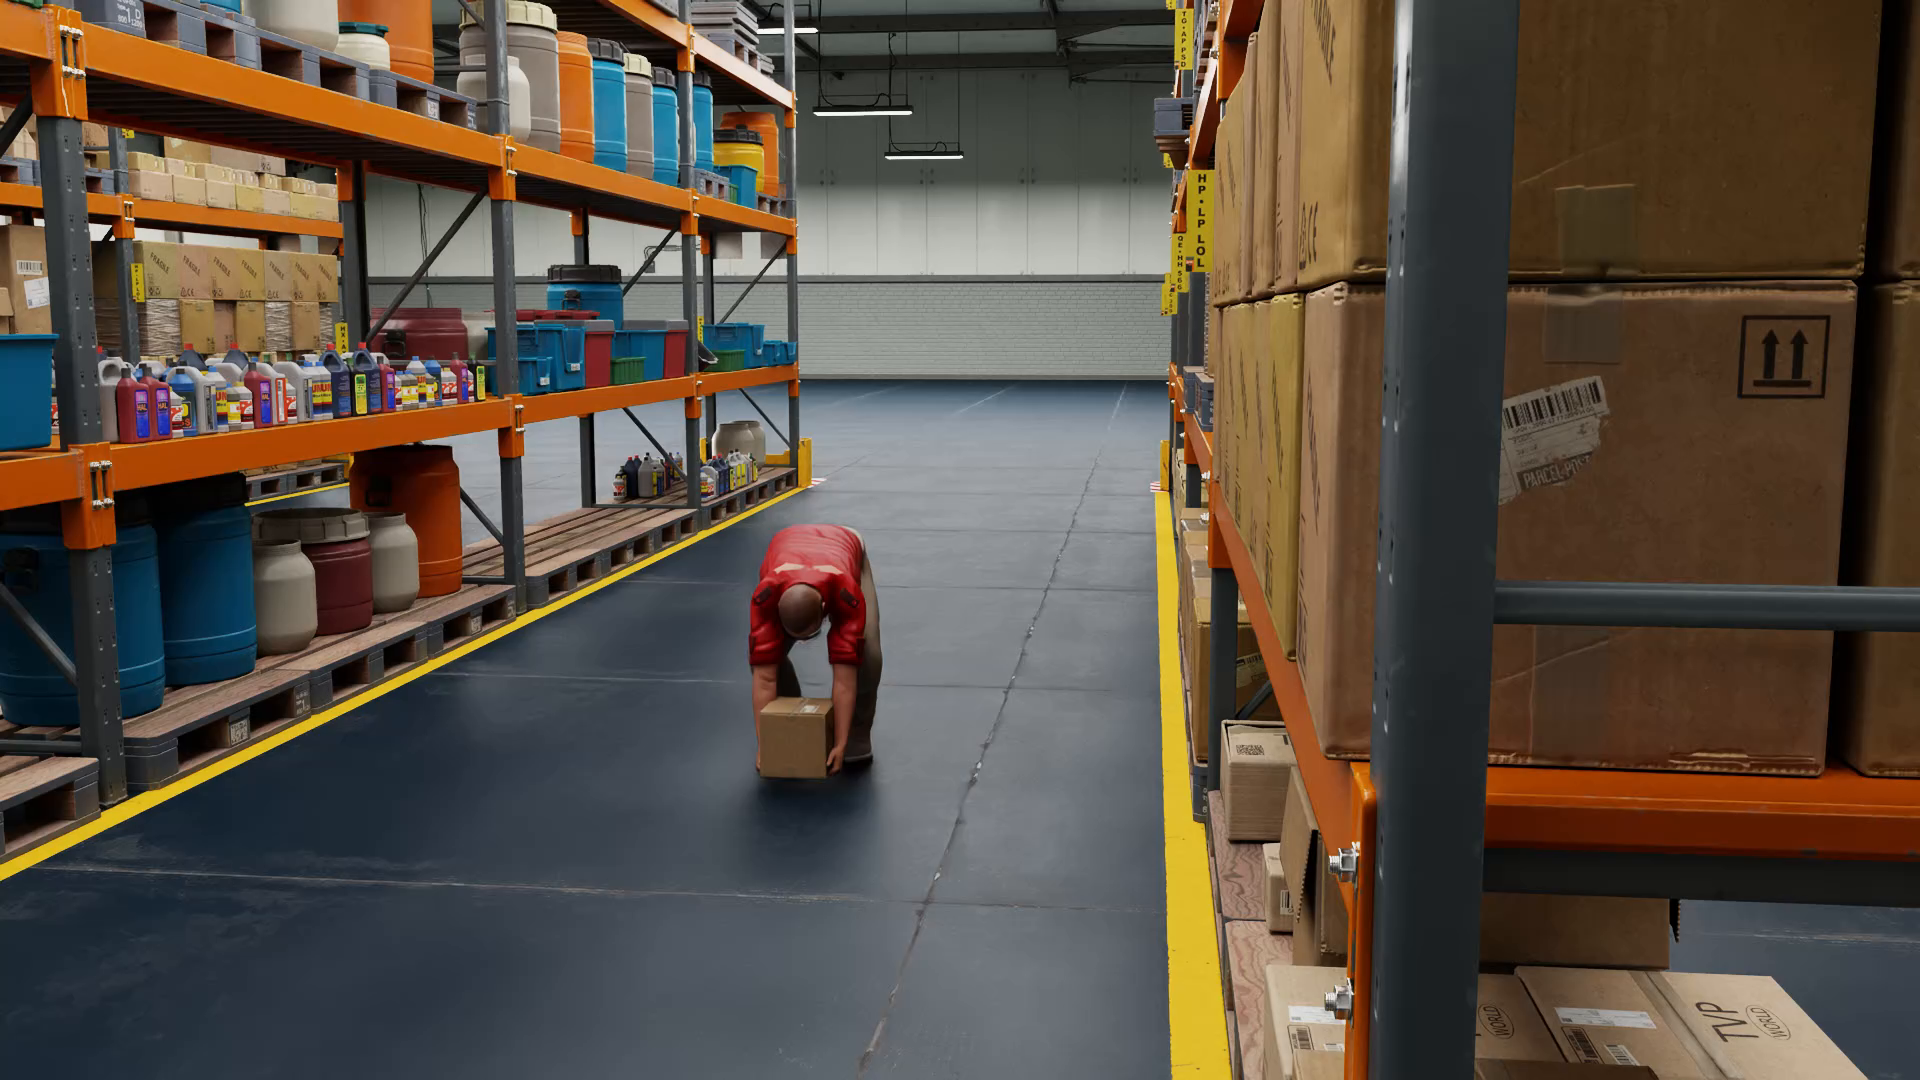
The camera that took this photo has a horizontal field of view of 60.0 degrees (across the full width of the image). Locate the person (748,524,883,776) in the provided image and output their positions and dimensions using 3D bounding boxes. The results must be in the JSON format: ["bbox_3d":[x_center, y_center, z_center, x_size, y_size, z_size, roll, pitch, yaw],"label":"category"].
[{"bbox_3d":[-0.581,0.433,6.557,0.538,0.949,0.956,0,8,3],"label":"person"}]
